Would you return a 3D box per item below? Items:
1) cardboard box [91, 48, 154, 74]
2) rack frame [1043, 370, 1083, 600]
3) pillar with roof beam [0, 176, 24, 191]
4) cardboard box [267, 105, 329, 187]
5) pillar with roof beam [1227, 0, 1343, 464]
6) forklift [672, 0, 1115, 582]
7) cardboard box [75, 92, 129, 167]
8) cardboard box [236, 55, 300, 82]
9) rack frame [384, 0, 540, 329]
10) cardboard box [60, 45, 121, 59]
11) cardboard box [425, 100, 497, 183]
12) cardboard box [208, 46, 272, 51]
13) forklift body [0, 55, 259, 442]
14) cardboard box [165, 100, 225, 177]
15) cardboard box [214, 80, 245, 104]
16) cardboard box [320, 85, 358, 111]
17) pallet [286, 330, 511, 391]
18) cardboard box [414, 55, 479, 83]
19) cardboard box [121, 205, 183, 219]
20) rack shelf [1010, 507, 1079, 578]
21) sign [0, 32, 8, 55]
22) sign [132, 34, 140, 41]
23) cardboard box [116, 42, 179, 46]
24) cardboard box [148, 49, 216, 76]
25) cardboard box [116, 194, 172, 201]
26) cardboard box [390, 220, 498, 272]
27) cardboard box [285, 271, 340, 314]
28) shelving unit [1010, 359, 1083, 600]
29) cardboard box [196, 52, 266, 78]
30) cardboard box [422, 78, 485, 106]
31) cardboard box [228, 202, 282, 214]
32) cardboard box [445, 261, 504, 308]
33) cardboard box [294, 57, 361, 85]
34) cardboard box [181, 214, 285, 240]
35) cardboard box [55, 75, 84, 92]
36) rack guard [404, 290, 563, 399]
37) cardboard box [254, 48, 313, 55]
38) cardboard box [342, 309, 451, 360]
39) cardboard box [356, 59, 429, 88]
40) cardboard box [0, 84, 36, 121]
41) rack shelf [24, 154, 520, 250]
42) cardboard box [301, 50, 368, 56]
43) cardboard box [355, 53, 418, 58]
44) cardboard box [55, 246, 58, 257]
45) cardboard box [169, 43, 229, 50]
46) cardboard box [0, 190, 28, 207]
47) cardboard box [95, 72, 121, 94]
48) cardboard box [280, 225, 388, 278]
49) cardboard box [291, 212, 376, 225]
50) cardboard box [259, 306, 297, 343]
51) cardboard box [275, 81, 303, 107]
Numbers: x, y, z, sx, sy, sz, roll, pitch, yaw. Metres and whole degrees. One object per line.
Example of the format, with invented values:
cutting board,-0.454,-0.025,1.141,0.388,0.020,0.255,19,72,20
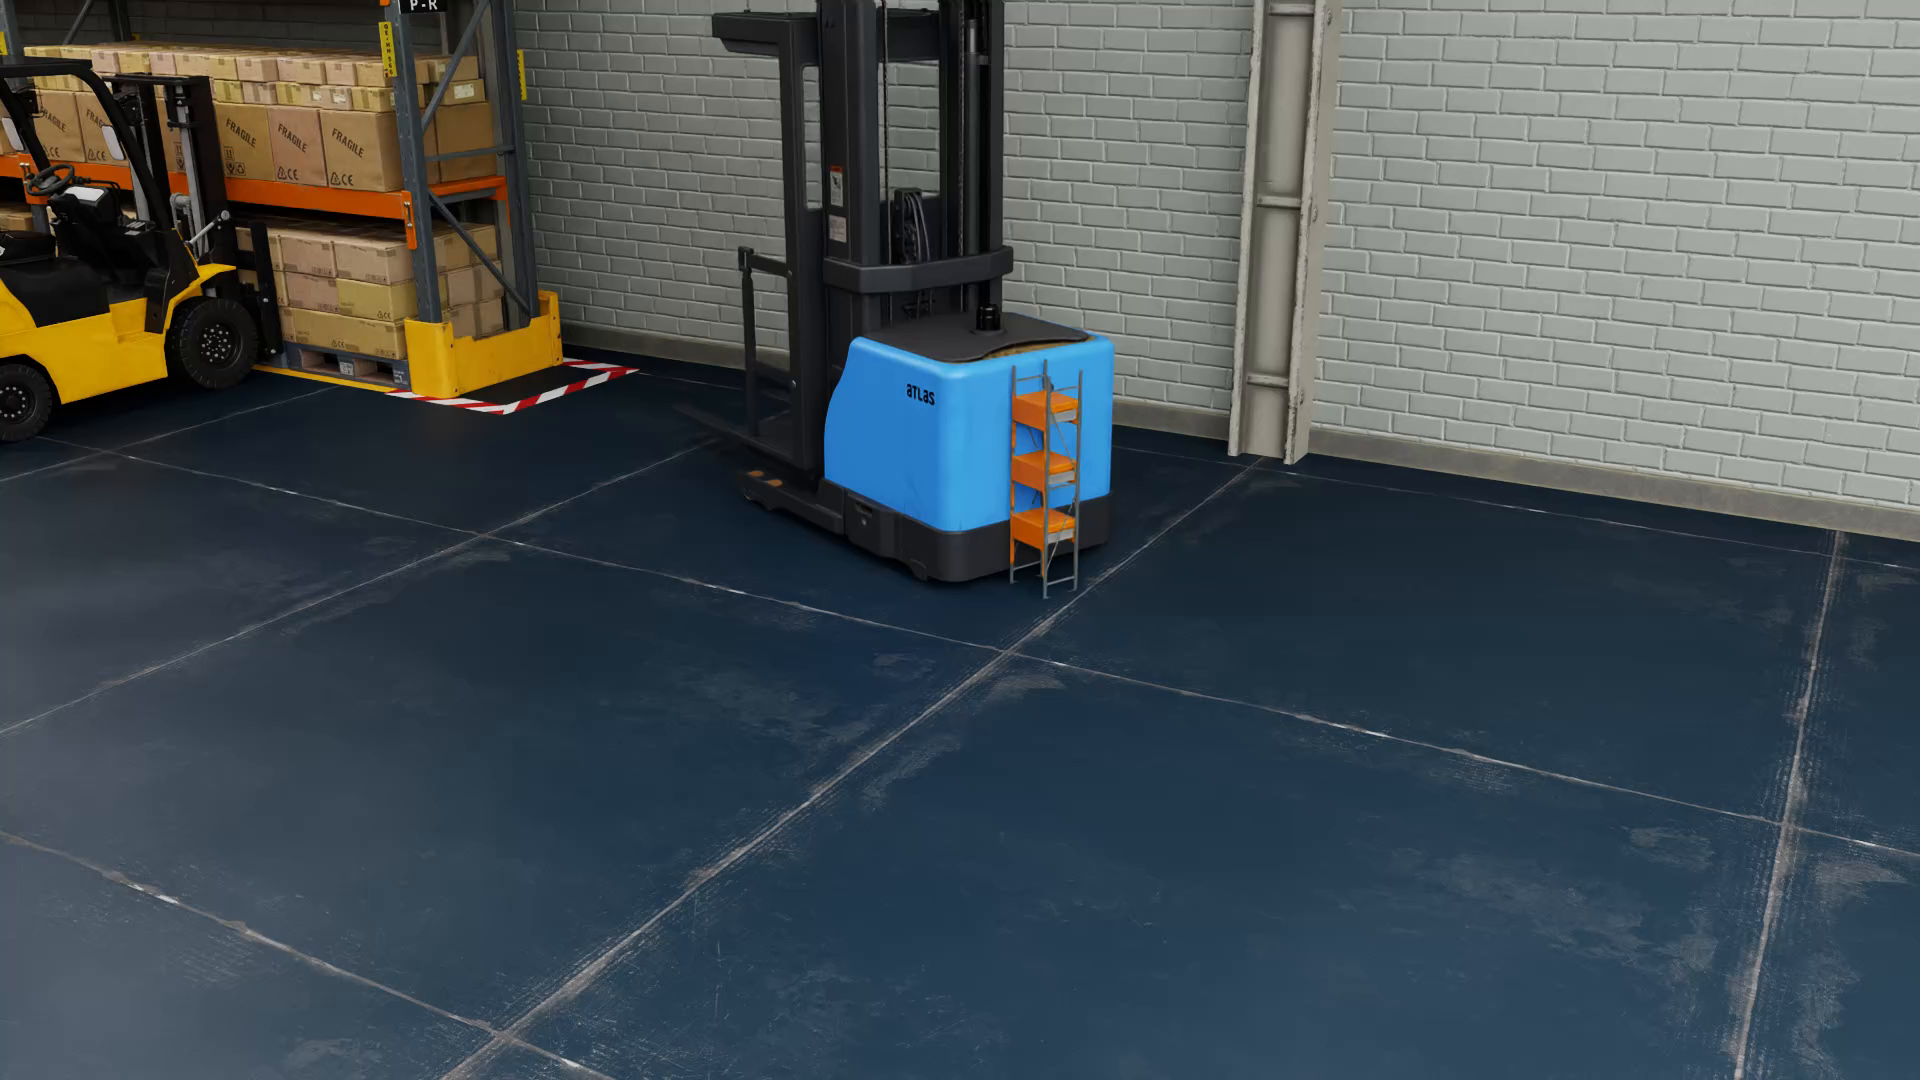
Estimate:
cardboard box,-5.941,-3.422,11.865,0.250,0.149,0.380,11,23,28
rack frame,0.462,-0.240,7.486,0.200,1.050,0.008,-14,24,-34
pillar with roof beam,-10.763,-5.456,10.210,0.400,9.000,9.100,11,23,27
cardboard box,-4.263,-2.675,11.195,0.500,0.500,0.500,12,23,29
pillar with roof beam,-0.287,-3.461,4.709,0.400,9.000,9.100,11,23,27
forklift,-0.540,-1.622,8.539,1.130,2.935,3.031,-14,24,-34
cardboard box,-6.026,-3.015,12.130,0.500,0.500,0.500,11,23,28
cardboard box,-4.607,-3.165,11.158,0.250,0.149,0.380,11,23,29
rack frame,-3.257,-2.536,10.957,0.127,3.000,1.000,11,23,27
cardboard box,-6.334,-3.540,12.191,0.250,0.149,0.380,11,23,28
cardboard box,-3.554,-2.748,11.394,0.500,0.500,0.500,12,23,29
cardboard box,-5.221,-3.507,12.100,0.250,0.149,0.380,11,22,27
forklift body,-5.802,-1.909,10.473,1.214,2.155,2.313,11,23,27
cardboard box,-5.155,-2.841,11.651,0.500,0.500,0.500,11,23,28
cardboard box,-4.828,-3.068,11.326,0.250,0.149,0.380,11,23,28
cardboard box,-3.934,-2.895,10.851,0.250,0.149,0.380,11,23,28
pallet,-3.945,-1.340,11.748,1.213,0.211,1.003,11,23,27
cardboard box,-3.446,-3.147,11.107,0.250,0.149,0.380,10,22,26
cardboard box,-6.038,-2.314,12.295,0.500,0.250,0.500,11,23,27
rack shelf,0.388,-0.002,7.676,0.215,0.259,0.240,-14,24,-34
sign,-7.005,-3.545,12.157,0.005,0.325,0.100,11,23,27
sign,-6.480,-3.811,13.085,0.005,0.325,0.100,11,23,27
cardboard box,-6.124,-3.675,12.564,0.250,0.149,0.380,10,22,26
cardboard box,-5.452,-3.361,11.697,0.250,0.149,0.380,11,23,27
cardboard box,-6.225,-2.551,12.950,0.500,0.250,0.500,11,23,28
cardboard box,-3.584,-2.047,11.559,0.500,0.250,0.500,10,22,26
cardboard box,-4.267,-1.750,11.474,0.500,0.250,0.500,11,22,27
shelving unit,0.388,-0.273,7.578,0.215,1.050,0.252,-14,24,-34
cardboard box,-5.015,-3.278,11.468,0.250,0.149,0.380,11,23,28
cardboard box,-3.427,-3.021,11.197,0.250,0.149,0.380,10,22,26
cardboard box,-5.340,-2.384,12.487,0.500,0.250,0.500,11,23,28
cardboard box,-3.566,-1.816,11.655,0.500,0.250,0.500,11,23,28
cardboard box,-4.145,-3.091,10.955,0.250,0.149,0.380,11,23,28
cardboard box,-5.144,-2.145,11.829,0.500,0.250,0.500,10,22,26
cardboard box,-6.372,-3.379,12.183,0.250,0.149,0.380,11,23,29
rack guard,-3.236,-1.357,11.372,0.348,0.500,1.175,11,23,27
cardboard box,-4.782,-3.413,11.840,0.250,0.149,0.380,11,23,28
cardboard box,-3.821,-1.425,11.310,0.500,0.250,0.500,11,23,28
cardboard box,-3.673,-3.024,10.769,0.250,0.149,0.380,11,23,27
cardboard box,-7.303,-3.371,12.746,0.500,0.250,0.500,10,22,26
rack shelf,-5.003,-2.530,11.996,4.000,0.370,1.077,11,23,27
cardboard box,-4.347,-3.322,11.590,0.250,0.149,0.380,12,23,29
cardboard box,-3.896,-3.240,11.364,0.250,0.149,0.380,11,23,28
cardboard box,-6.477,-2.168,12.627,0.500,0.250,0.500,11,23,27
cardboard box,-5.638,-3.612,12.391,0.250,0.149,0.380,10,22,26
cardboard box,-7.884,-2.497,13.716,0.625,0.625,0.875,11,22,27
cardboard box,-5.952,-3.281,11.913,0.250,0.149,0.380,11,23,28
cardboard box,-4.260,-1.977,11.368,0.500,0.250,0.500,11,23,28
cardboard box,-4.454,-2.215,12.023,0.500,0.250,0.500,11,22,27
cardboard box,-4.683,-1.596,11.782,0.500,0.250,0.500,11,23,28
cardboard box,-4.342,-3.001,11.143,0.250,0.149,0.380,11,22,27
